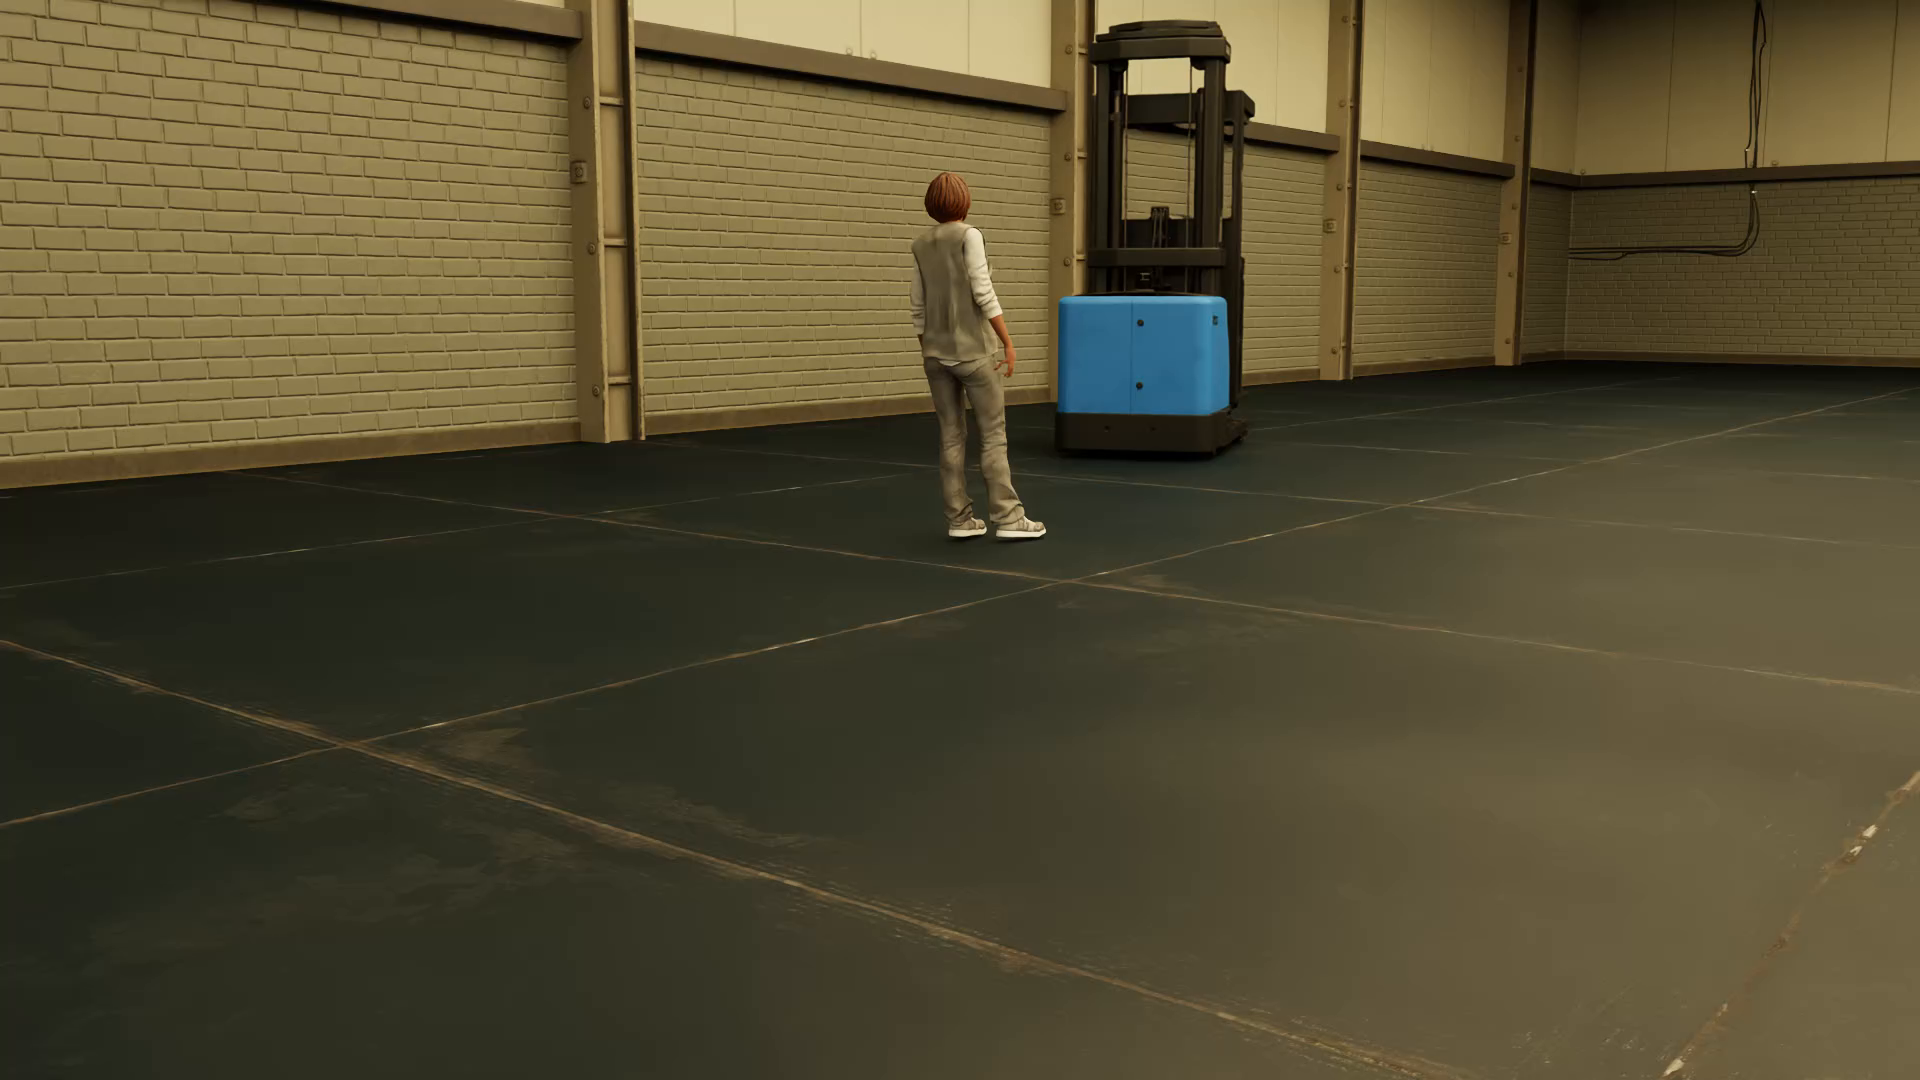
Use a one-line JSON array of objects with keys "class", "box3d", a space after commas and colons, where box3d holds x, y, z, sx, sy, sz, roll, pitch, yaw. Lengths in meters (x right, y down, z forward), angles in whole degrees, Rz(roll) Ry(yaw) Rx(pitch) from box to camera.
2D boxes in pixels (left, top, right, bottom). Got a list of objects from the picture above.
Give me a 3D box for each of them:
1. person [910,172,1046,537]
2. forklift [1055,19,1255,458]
[{"class": "person", "box3d": [0.057, -0.804, 7.336, 0.520, 1.597, 0.475, 7, 11, 38]}, {"class": "forklift", "box3d": [1.535, -2.176, 12.149, 1.130, 2.935, 3.031, 2, 9, 16]}]
